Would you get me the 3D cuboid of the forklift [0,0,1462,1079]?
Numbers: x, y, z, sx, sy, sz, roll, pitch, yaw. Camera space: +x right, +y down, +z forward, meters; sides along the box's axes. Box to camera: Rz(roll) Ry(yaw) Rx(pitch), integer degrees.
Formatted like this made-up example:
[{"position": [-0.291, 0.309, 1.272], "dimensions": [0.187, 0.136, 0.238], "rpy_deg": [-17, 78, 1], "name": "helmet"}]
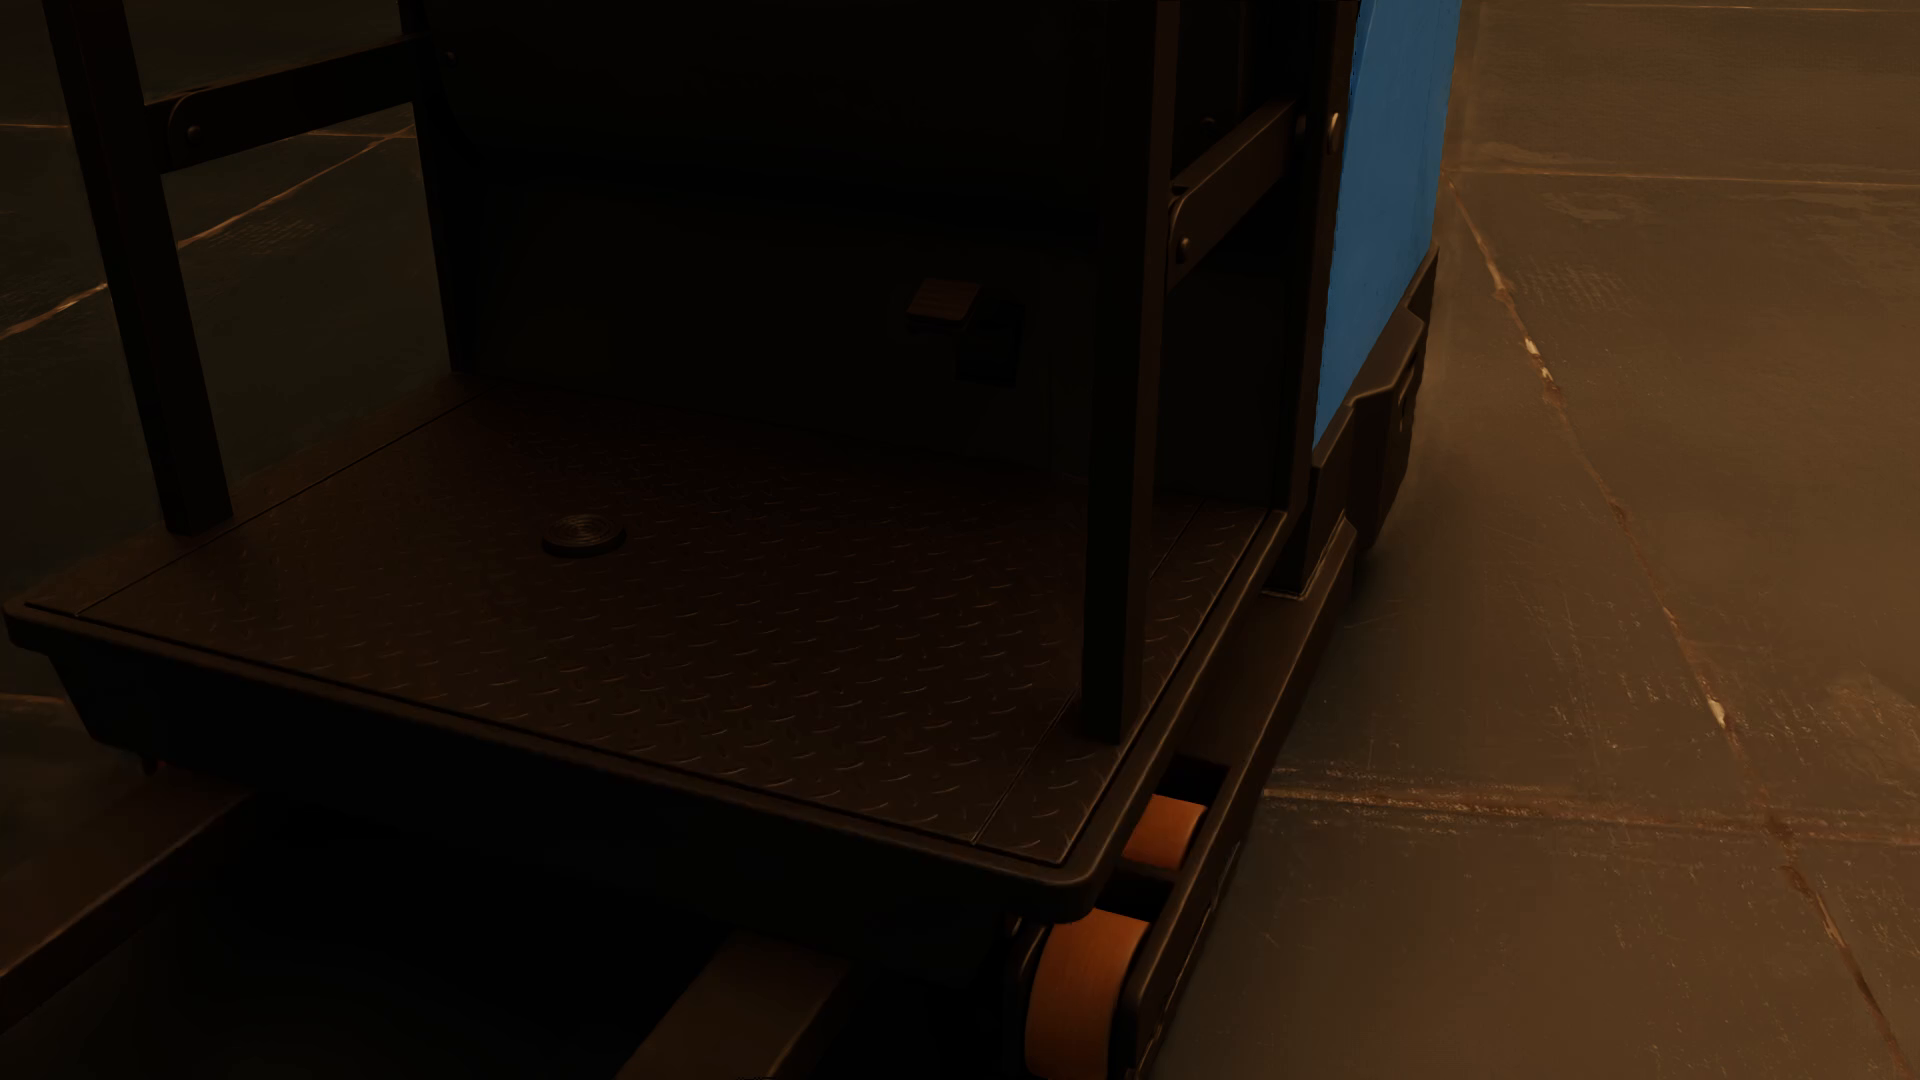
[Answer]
[{"position": [-0.230, -1.029, 1.279], "dimensions": [1.130, 2.935, 3.031], "rpy_deg": [11, 28, 20], "name": "forklift"}]
